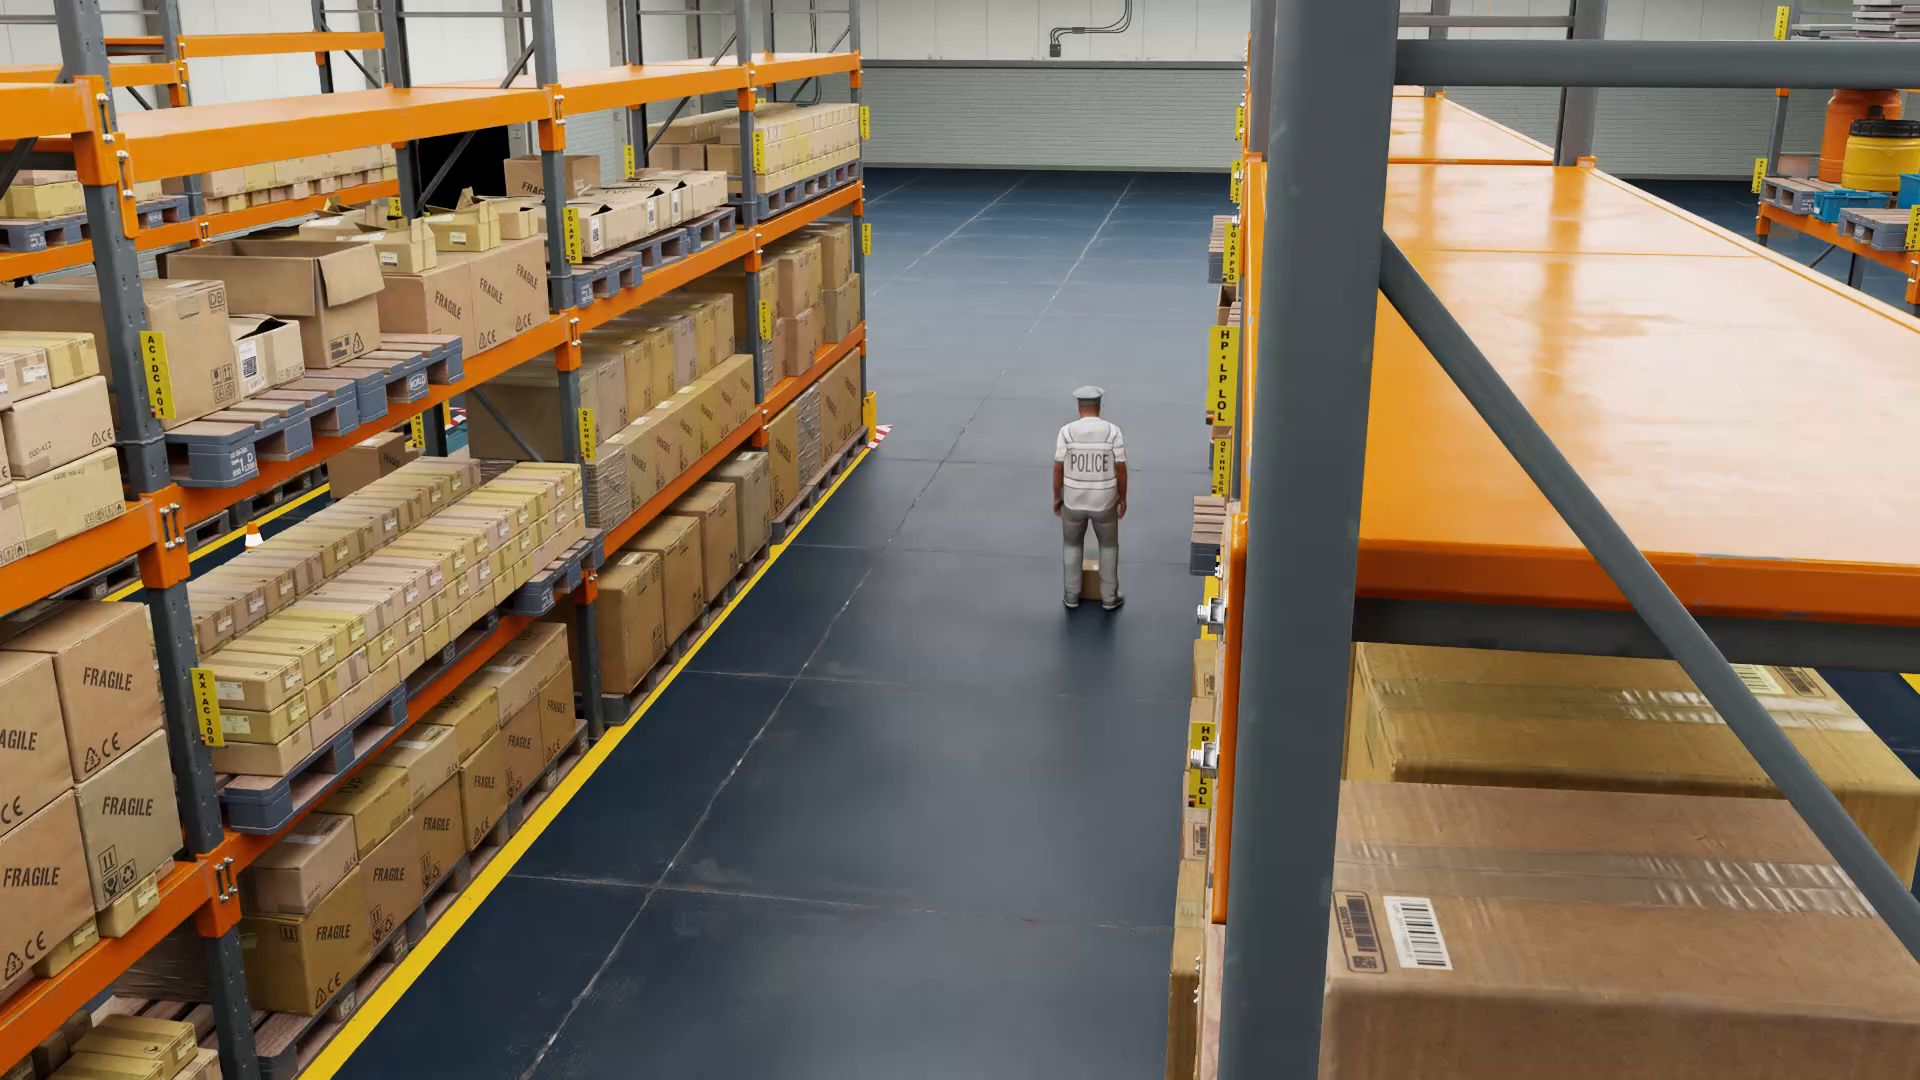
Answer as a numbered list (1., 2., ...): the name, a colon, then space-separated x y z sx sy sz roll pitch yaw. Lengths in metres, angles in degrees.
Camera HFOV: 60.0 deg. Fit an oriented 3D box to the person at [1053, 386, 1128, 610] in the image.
1. person: 1.017 -0.309 13.007 0.589 1.746 0.446 2 18 6
